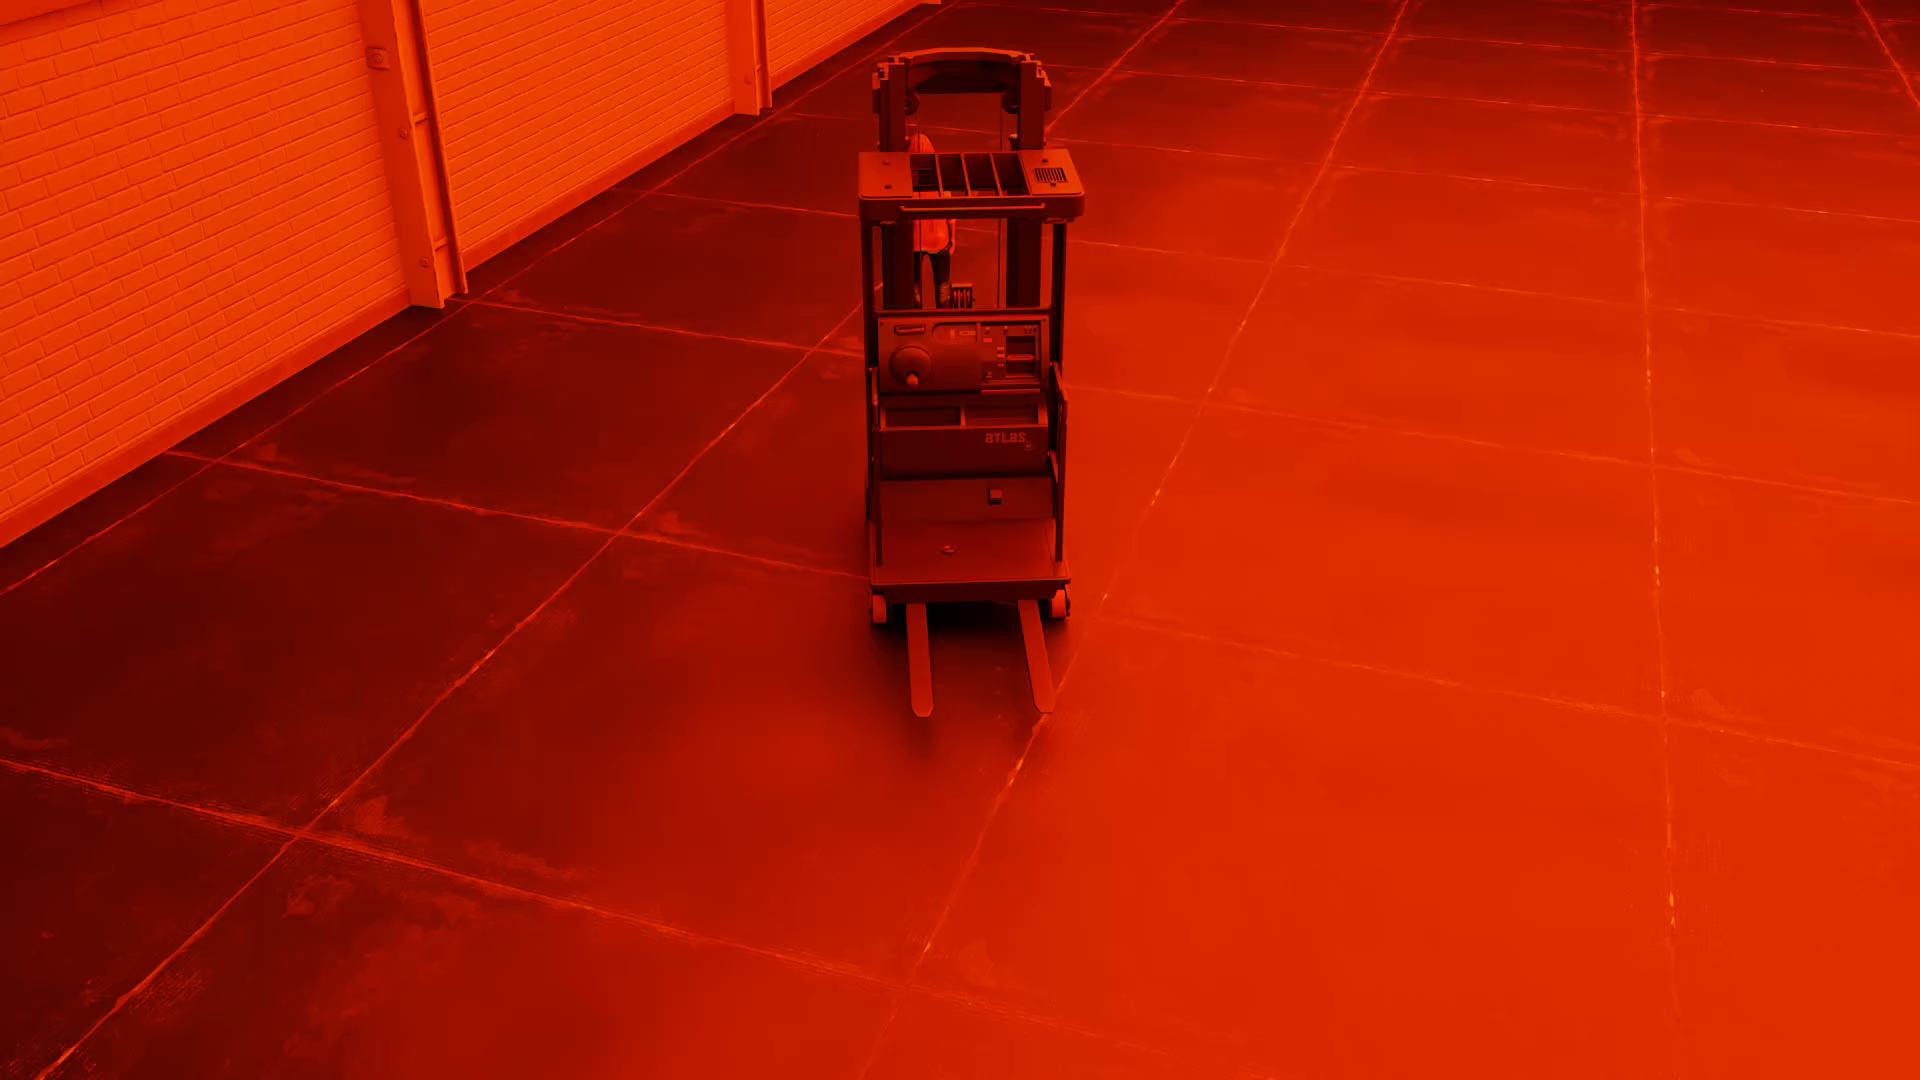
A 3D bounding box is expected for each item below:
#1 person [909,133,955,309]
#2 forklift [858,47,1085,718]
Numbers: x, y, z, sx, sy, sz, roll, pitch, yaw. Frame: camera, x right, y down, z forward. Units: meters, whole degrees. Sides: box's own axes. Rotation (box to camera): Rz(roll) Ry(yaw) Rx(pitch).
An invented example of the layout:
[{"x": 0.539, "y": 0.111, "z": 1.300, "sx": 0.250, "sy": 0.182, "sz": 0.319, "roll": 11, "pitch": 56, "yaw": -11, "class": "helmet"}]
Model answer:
[{"x": -0.258, "y": -2.216, "z": 12.376, "sx": 0.480, "sy": 1.592, "sz": 0.346, "roll": -3, "pitch": 30, "yaw": -6, "class": "person"}, {"x": 0.035, "y": -0.972, "z": 8.842, "sx": 1.130, "sy": 2.935, "sz": 3.031, "roll": -2, "pitch": 30, "yaw": -3, "class": "forklift"}]
